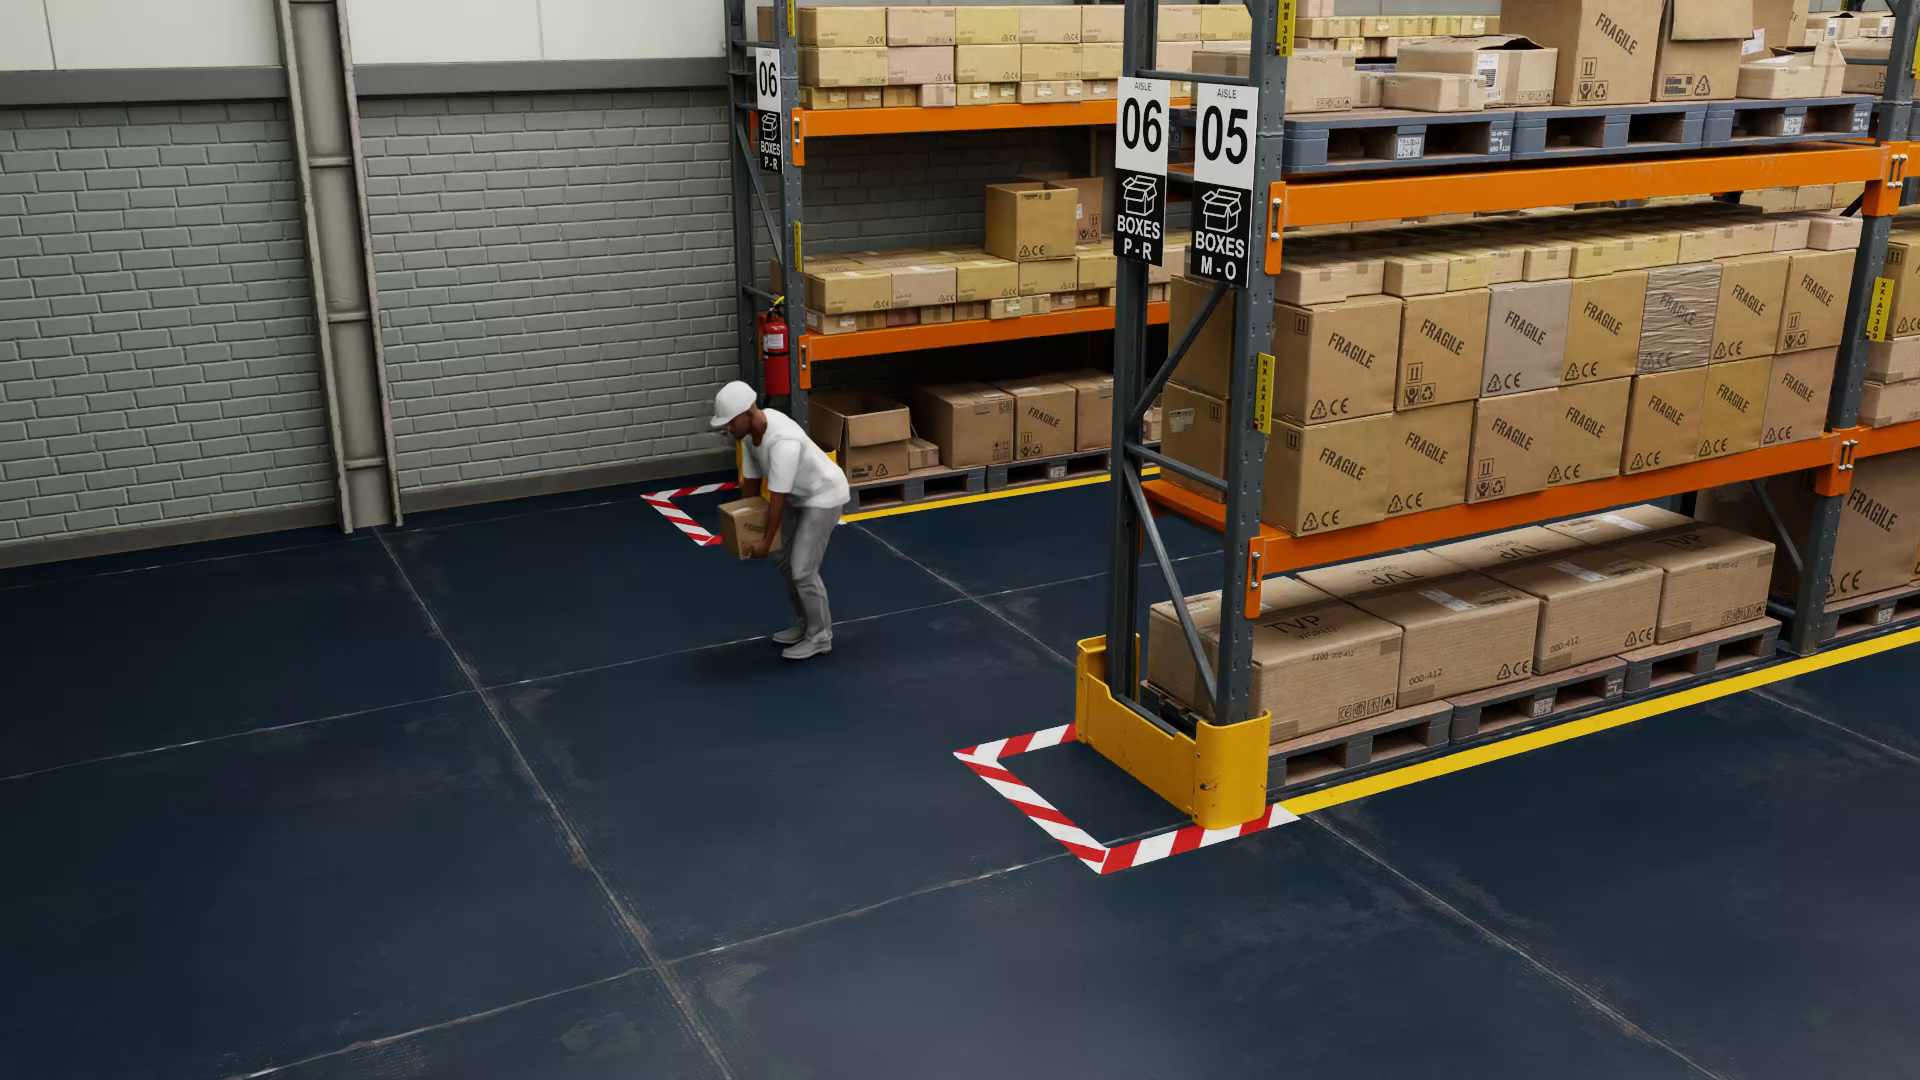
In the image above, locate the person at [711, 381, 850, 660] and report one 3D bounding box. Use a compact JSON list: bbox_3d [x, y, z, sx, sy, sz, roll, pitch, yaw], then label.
[{"bbox_3d":[-0.983,-0.119,9.159,0.763,1.588,0.489,-10,21,-28],"label":"person"}]
